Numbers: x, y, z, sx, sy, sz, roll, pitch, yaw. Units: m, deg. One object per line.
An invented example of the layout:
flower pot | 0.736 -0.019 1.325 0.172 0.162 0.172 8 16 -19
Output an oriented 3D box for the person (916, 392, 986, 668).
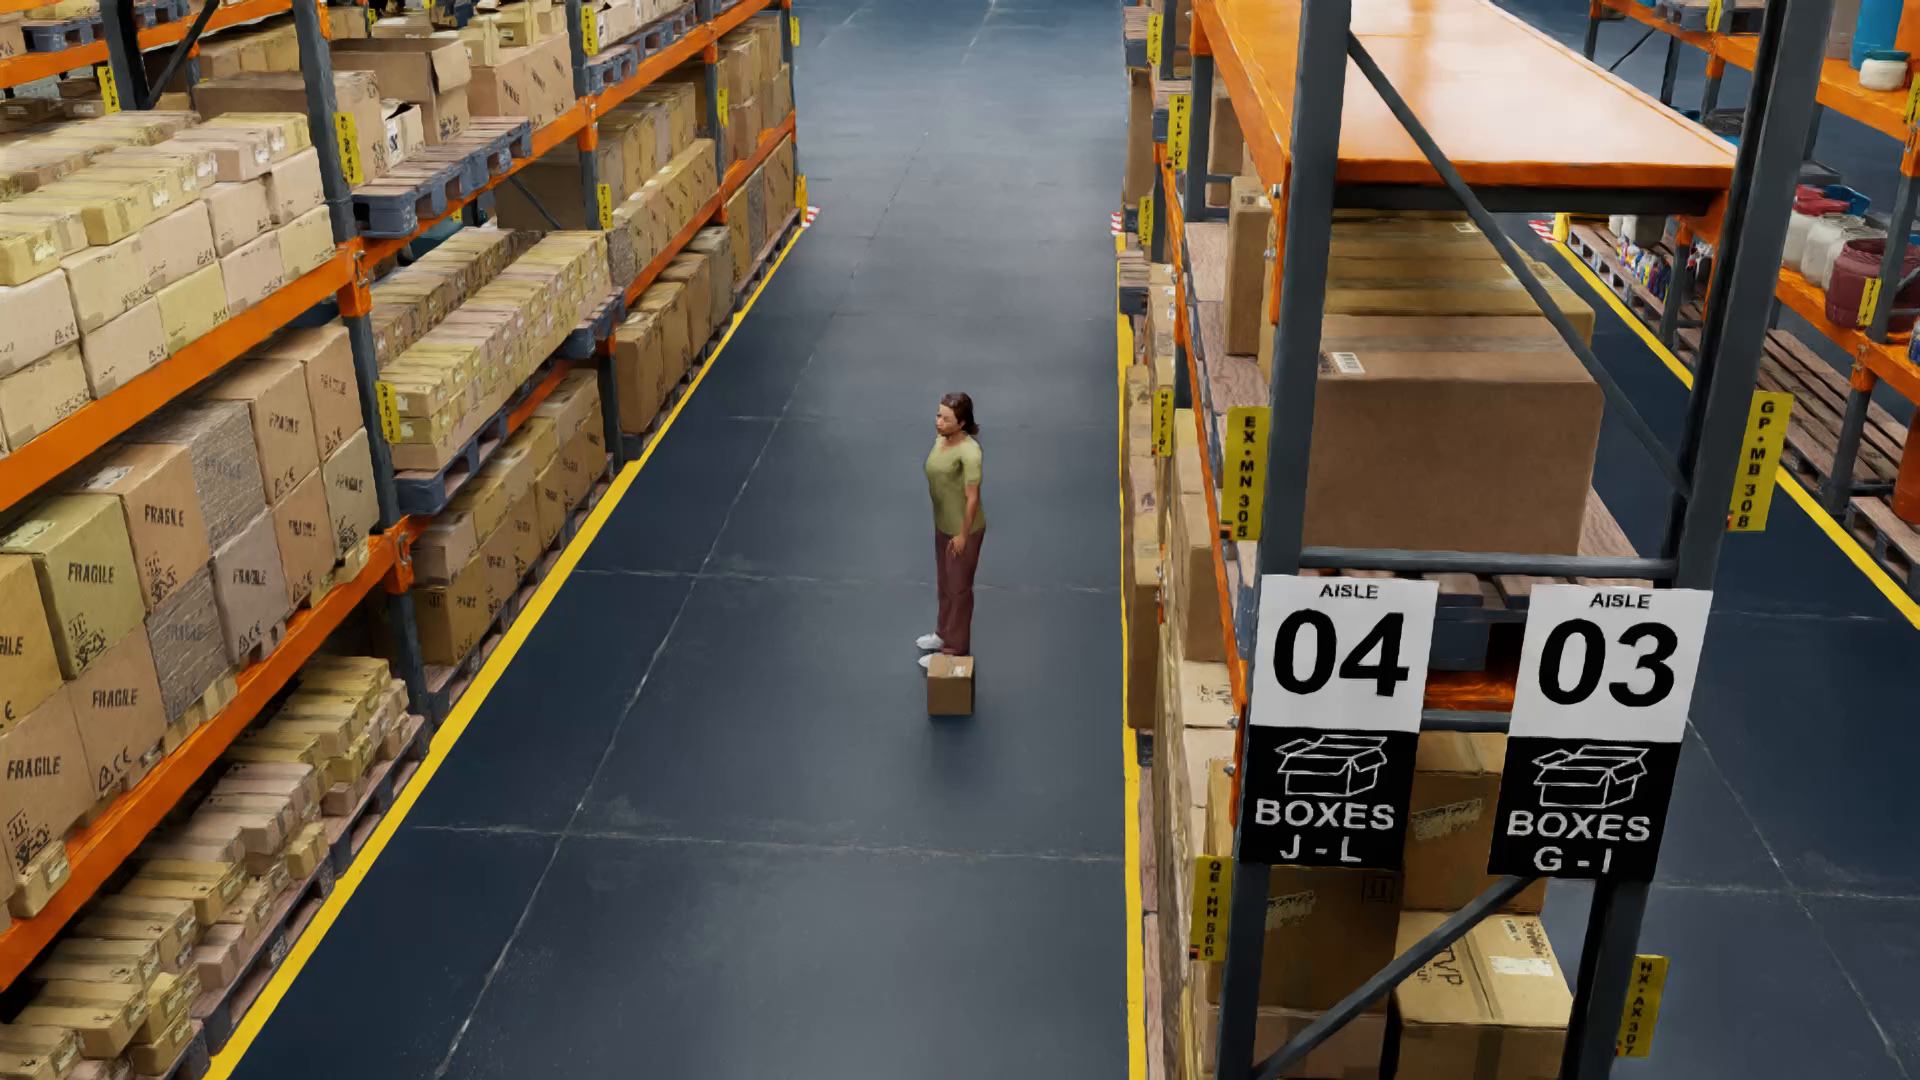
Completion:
person | -0.093 -0.056 9.693 0.443 1.662 0.497 -13 28 -26
